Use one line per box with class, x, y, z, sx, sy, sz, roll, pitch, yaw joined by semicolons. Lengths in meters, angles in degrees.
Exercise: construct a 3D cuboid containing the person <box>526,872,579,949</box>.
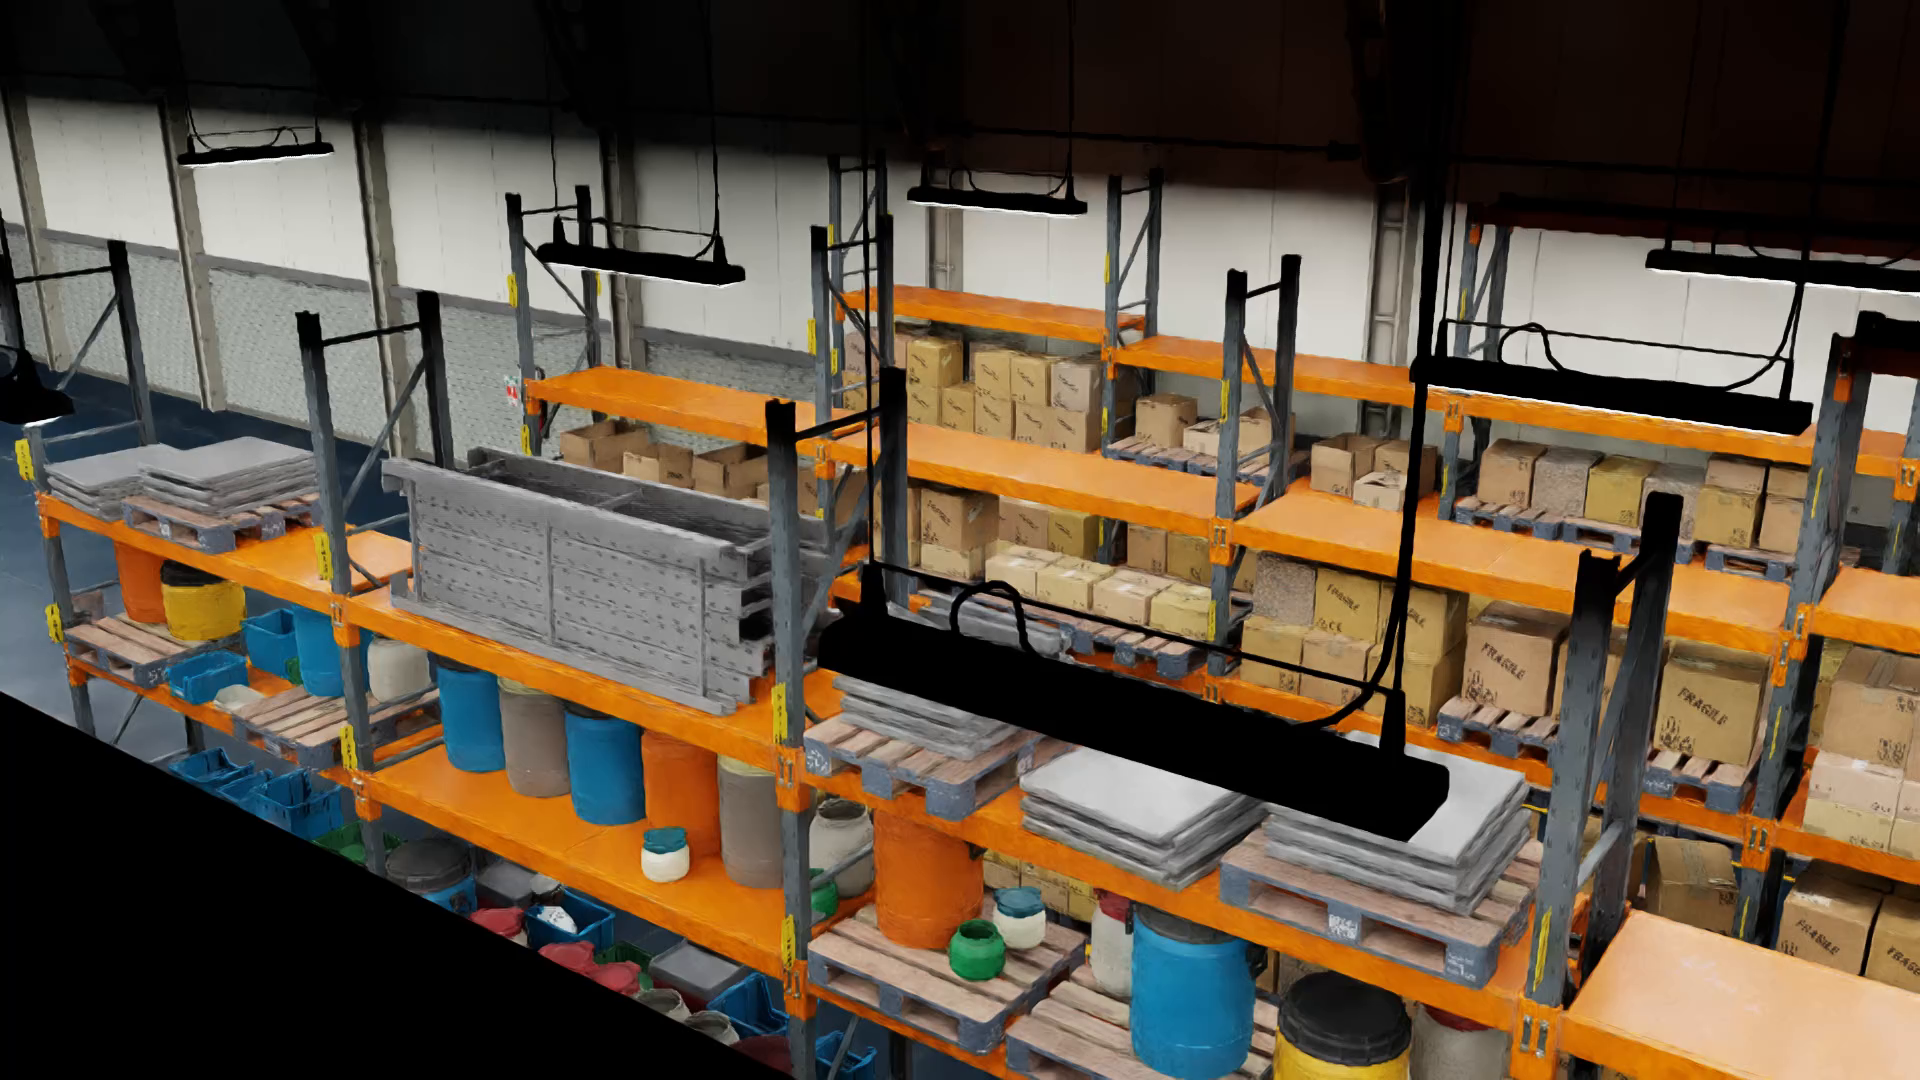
person;-2.996;3.216;12.190;0.523;1.681;0.474;10;21;27
